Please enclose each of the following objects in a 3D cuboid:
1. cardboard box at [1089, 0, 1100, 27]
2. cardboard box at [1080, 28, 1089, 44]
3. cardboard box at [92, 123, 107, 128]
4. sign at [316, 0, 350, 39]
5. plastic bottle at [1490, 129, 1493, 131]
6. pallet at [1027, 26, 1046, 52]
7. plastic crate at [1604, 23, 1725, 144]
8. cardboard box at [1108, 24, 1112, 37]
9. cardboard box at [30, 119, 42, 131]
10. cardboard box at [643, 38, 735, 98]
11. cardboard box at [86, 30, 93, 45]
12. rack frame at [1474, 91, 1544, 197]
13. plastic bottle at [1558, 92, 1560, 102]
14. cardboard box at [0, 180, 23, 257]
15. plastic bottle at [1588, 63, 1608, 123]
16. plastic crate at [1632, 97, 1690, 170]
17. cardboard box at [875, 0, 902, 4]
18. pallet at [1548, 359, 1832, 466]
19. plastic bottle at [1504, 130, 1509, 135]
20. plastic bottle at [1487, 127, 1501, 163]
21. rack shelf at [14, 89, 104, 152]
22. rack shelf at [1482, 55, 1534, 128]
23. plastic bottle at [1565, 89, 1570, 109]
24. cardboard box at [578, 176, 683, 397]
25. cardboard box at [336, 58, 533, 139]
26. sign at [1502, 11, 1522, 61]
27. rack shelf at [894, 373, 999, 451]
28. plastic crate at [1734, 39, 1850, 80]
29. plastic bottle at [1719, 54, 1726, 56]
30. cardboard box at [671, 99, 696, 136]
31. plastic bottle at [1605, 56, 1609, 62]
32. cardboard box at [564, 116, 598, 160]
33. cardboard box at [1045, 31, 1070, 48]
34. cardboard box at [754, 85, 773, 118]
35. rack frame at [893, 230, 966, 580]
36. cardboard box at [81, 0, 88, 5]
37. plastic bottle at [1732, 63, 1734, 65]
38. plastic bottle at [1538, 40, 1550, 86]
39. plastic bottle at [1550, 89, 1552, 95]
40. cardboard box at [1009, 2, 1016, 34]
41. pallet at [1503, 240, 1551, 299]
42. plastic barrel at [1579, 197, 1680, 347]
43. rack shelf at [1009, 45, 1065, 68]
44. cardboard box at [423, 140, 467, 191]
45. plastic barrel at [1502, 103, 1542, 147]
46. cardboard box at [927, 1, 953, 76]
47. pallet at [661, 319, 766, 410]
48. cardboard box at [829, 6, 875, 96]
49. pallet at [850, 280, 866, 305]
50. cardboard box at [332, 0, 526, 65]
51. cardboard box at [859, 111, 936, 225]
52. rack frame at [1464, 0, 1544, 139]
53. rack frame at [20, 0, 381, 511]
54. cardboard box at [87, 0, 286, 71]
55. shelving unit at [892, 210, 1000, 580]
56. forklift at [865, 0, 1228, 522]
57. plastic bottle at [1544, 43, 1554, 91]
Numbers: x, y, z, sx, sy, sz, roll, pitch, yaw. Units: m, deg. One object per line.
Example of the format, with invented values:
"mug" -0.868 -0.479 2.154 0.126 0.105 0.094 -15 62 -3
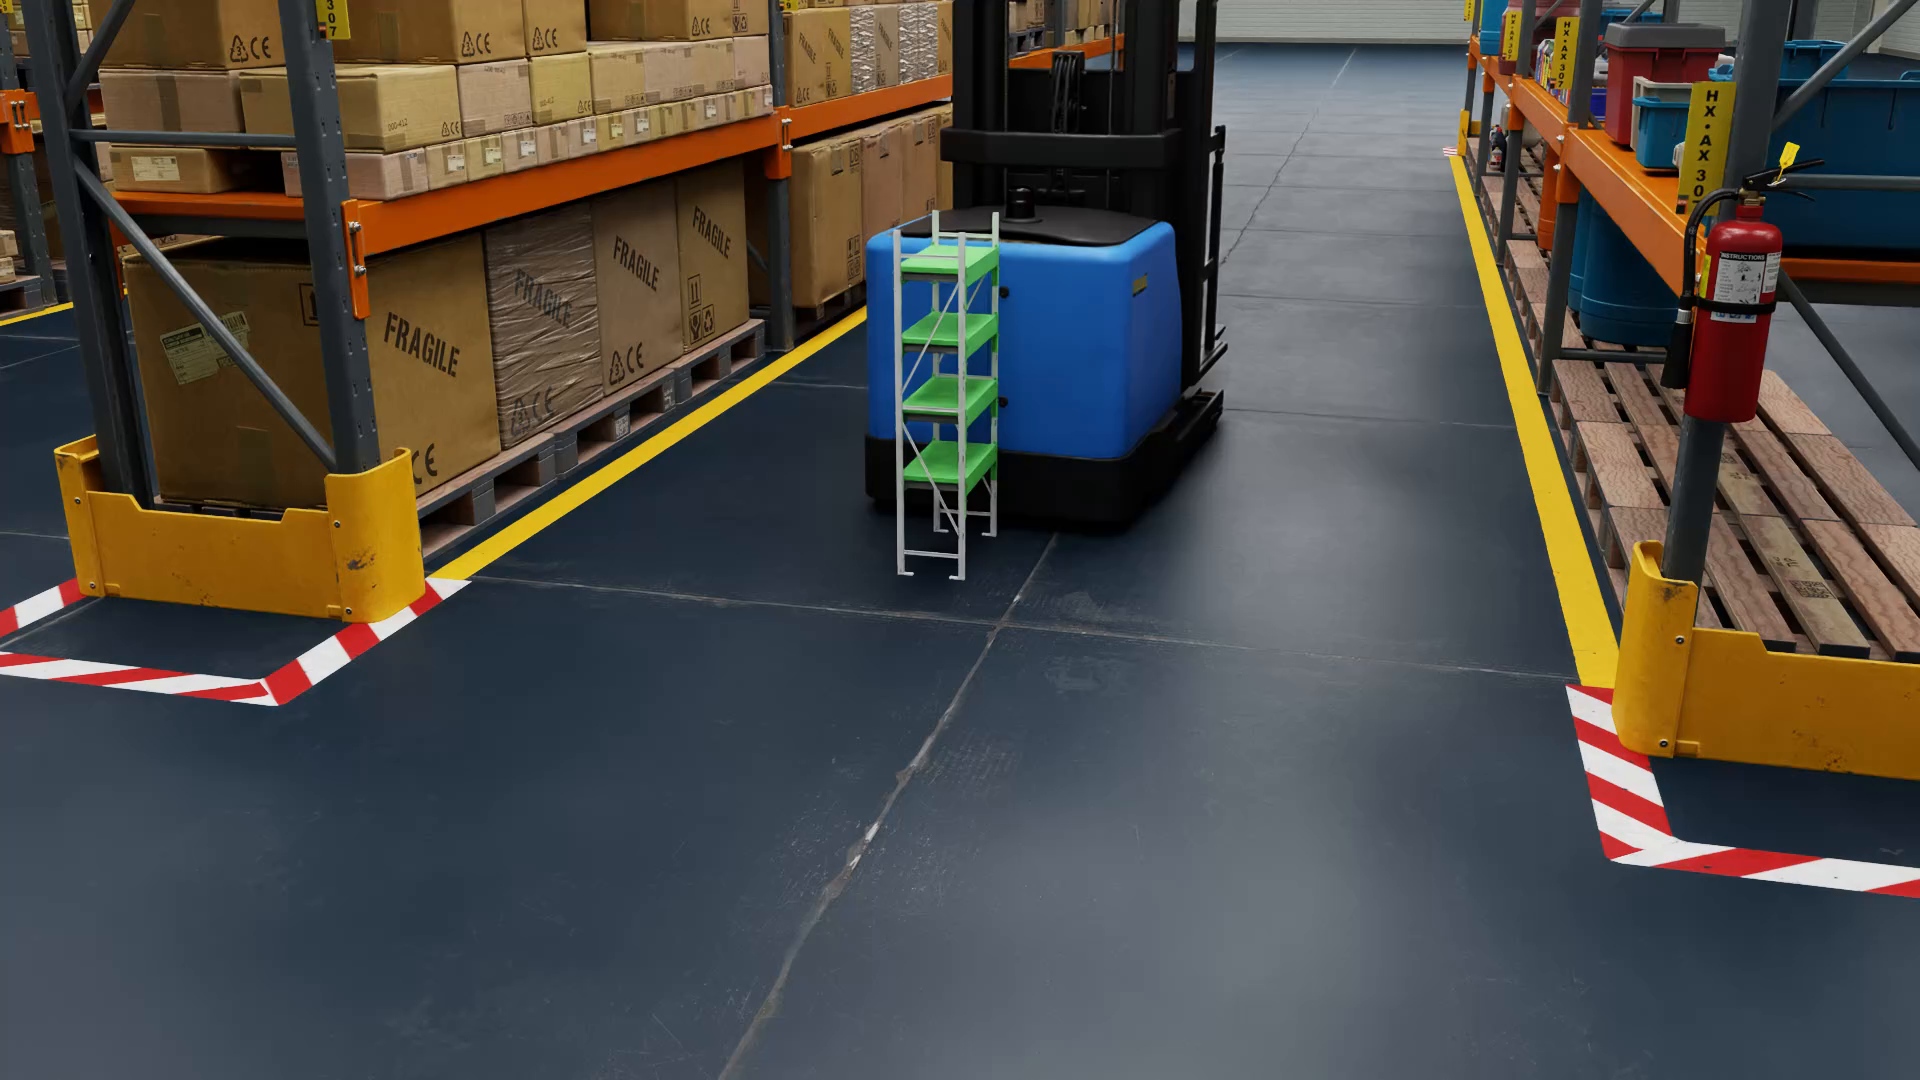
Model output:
"cardboard box" 1.039 -5.808 17.936 0.875 0.500 0.500 5 19 13
"cardboard box" 1.132 -5.249 17.302 0.380 0.149 0.250 5 19 13
"cardboard box" -6.022 -2.879 12.032 0.500 0.250 0.500 4 19 11
"sign" -1.869 -1.652 4.922 0.100 0.325 0.005 5 19 13
"plastic bottle" 5.404 -4.045 16.931 0.097 0.271 0.097 0 19 0
"pallet" 0.199 -4.693 15.583 1.003 0.211 1.213 5 19 13
"plastic crate" 2.913 -1.912 6.952 0.402 0.464 0.583 5 19 13
"cardboard box" 1.562 -5.880 19.151 0.380 0.149 0.250 5 19 13
"cardboard box" -9.549 -4.141 17.087 0.950 0.372 0.625 5 20 15
"cardboard box" -1.406 -2.253 7.914 0.500 0.250 0.500 5 20 15
"cardboard box" -5.609 -3.182 10.602 0.380 0.149 0.250 5 19 14
"rack frame" 5.329 -4.621 15.075 1.000 3.000 0.127 5 19 13
"plastic bottle" 3.461 -2.594 9.449 0.097 0.201 0.097 0 19 0
"cardboard box" -6.276 -2.195 11.192 0.500 0.500 0.500 4 19 12
"plastic bottle" 3.158 -2.203 8.190 0.152 0.276 0.135 5 19 13
"plastic crate" 2.651 -1.473 6.024 0.416 0.233 0.300 5 19 13
"cardboard box" -0.807 -3.848 11.106 0.797 0.503 0.637 5 20 15
"pallet" 3.233 -0.560 7.501 1.003 0.211 1.213 5 19 13
"plastic bottle" 5.480 -3.972 16.697 0.061 0.283 0.133 5 19 13
"plastic bottle" 5.254 -3.860 16.265 0.144 0.351 0.185 4 19 11
"rack shelf" -5.724 -3.214 12.070 1.077 0.370 4.000 5 19 13
"rack shelf" 4.841 -3.653 13.356 1.077 0.370 4.000 5 19 13
"plastic bottle" 3.370 -2.476 8.988 0.152 0.276 0.135 5 19 13
"cardboard box" -1.887 -1.215 7.741 0.875 0.875 0.875 5 19 13
"cardboard box" -1.906 -1.613 6.041 0.500 0.250 0.500 4 19 13
"sign" 3.817 -3.485 11.498 0.100 0.325 0.005 5 19 13
"rack shelf" -0.040 -0.455 5.862 0.258 0.148 0.480 5 19 13
"plastic crate" 3.591 -1.961 7.219 0.392 0.384 0.575 5 19 13
"plastic bottle" 4.140 -2.532 9.153 0.152 0.276 0.135 5 19 13
"cardboard box" -1.436 -1.941 7.619 0.380 0.149 0.250 5 19 14
"plastic bottle" 3.496 -2.470 8.977 0.097 0.271 0.097 0 19 0
"cardboard box" -1.687 -1.620 6.679 0.380 0.149 0.250 4 19 13
"cardboard box" 0.871 -4.936 16.388 0.380 0.149 0.250 5 19 13
"cardboard box" -1.185 -2.264 8.564 0.380 0.149 0.250 5 19 14
"rack frame" -0.100 -0.439 5.618 0.240 1.200 0.015 5 19 13
"cardboard box" -5.609 -3.464 10.507 0.380 0.149 0.250 5 20 15
"plastic bottle" 3.947 -2.284 8.426 0.152 0.276 0.135 5 19 13
"plastic bottle" 3.808 -3.102 10.810 0.061 0.283 0.133 5 19 13
"plastic bottle" 3.596 -2.800 9.943 0.097 0.271 0.097 0 19 0
"cardboard box" 0.182 -4.393 13.990 0.500 0.250 0.500 4 19 12
"pallet" 4.200 -1.797 11.122 1.003 0.211 1.213 5 19 13
"plastic barrel" 3.524 -1.488 8.500 0.600 0.901 0.708 5 19 13
"rack shelf" 0.038 -4.044 14.501 1.077 0.370 4.000 5 19 13
"cardboard box" -1.937 -1.297 5.734 0.380 0.149 0.250 4 19 13
"plastic barrel" 6.098 -4.526 17.998 0.421 0.512 0.421 0 19 0
"cardboard box" -0.331 -3.631 12.023 0.500 0.500 0.500 5 20 15
"pallet" -1.690 -0.953 8.650 1.003 0.211 1.213 5 19 13
"cardboard box" -0.829 -2.990 10.148 0.500 0.500 0.500 4 19 12
"pallet" -1.017 -1.816 11.178 1.003 0.211 1.213 5 19 13
"cardboard box" -1.904 -1.961 5.900 0.500 0.500 0.500 4 19 12
"cardboard box" -0.865 -2.458 11.380 1.225 0.875 0.875 5 19 14
"rack frame" 6.307 -5.874 18.745 1.000 3.000 0.127 5 19 13
"rack frame" -2.405 -1.251 5.208 1.000 3.000 0.127 5 19 13
"cardboard box" -2.541 -1.849 5.571 0.500 0.500 0.500 5 19 14
"shelving unit" -0.040 -0.516 5.842 0.258 1.200 0.503 5 19 13
"forklift" 0.592 -1.893 7.195 1.130 2.935 3.031 6 20 18
"plastic bottle" 3.687 -2.946 10.352 0.061 0.283 0.133 5 19 13
